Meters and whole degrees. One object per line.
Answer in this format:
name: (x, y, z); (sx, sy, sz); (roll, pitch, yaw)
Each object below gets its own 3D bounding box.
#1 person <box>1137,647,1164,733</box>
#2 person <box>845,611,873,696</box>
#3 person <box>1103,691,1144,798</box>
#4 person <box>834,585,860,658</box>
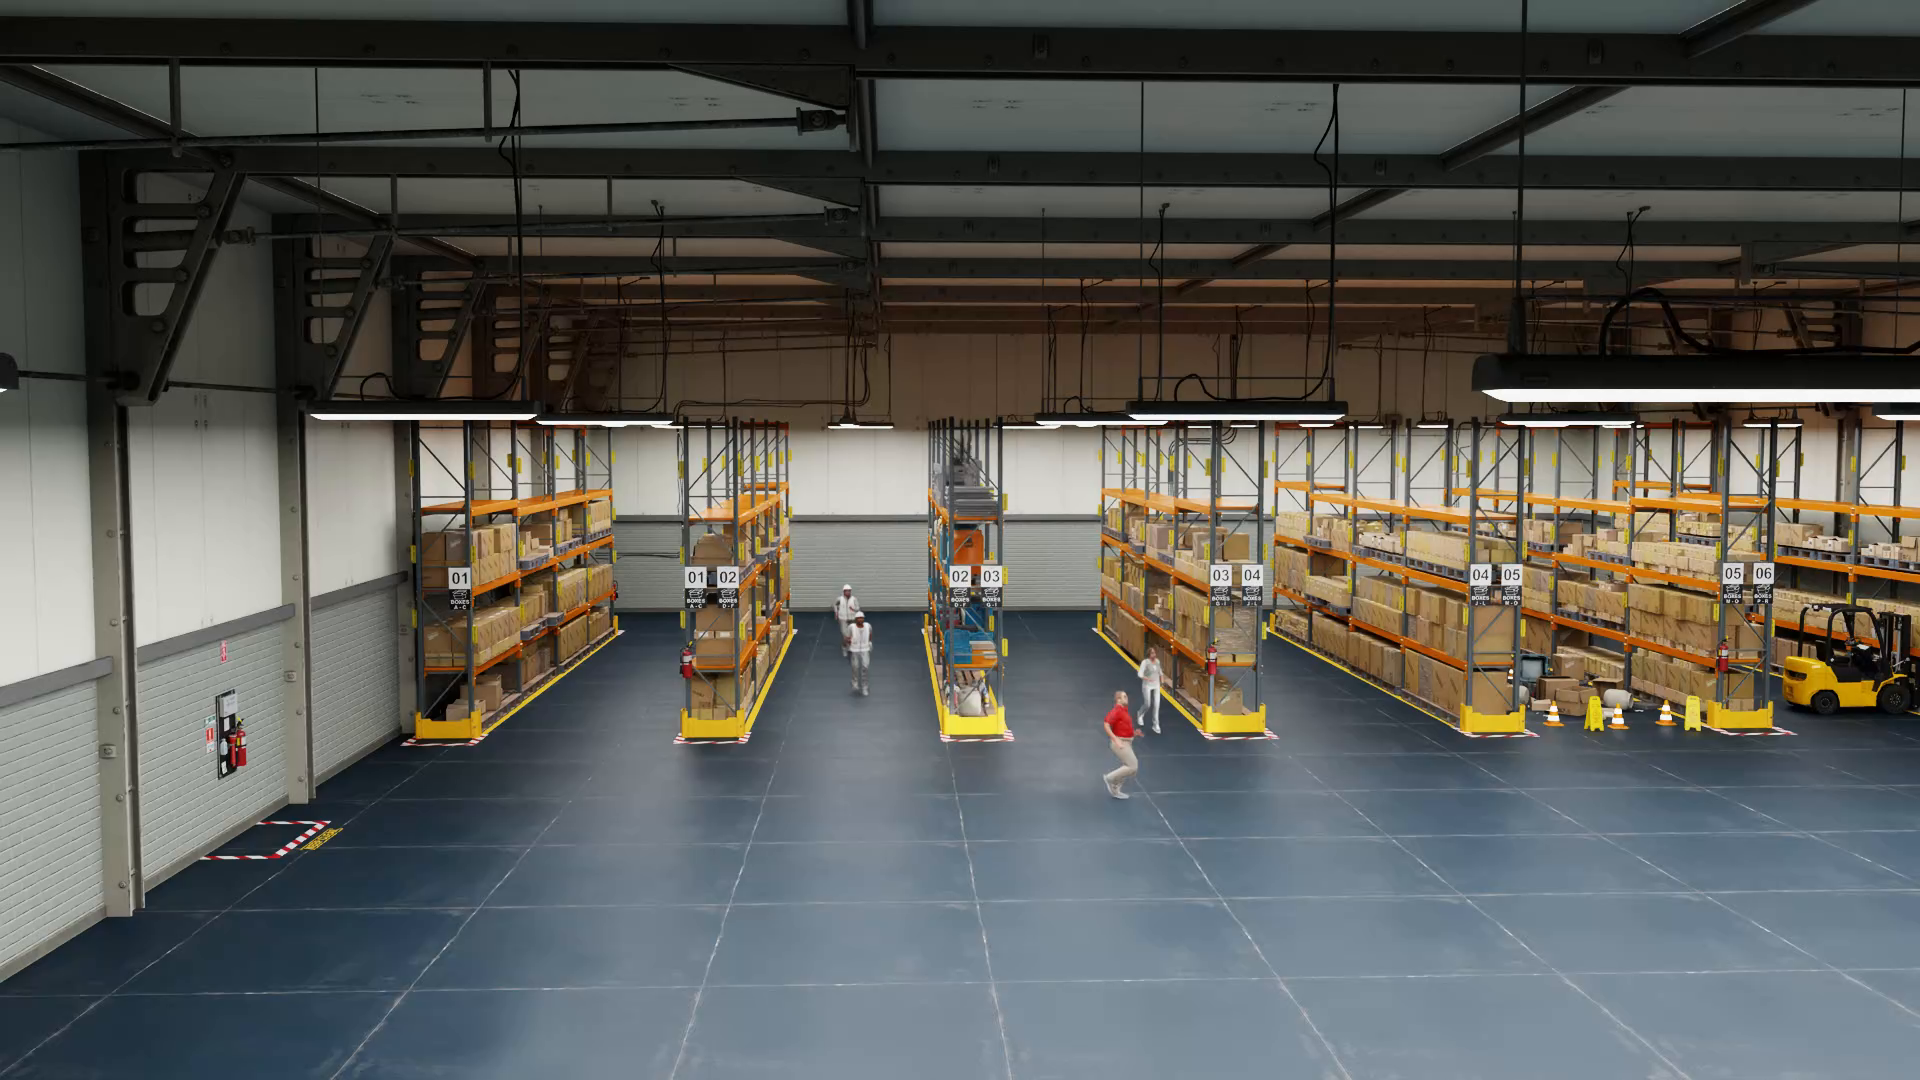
person: (3.653, 2.846, 31.882); (0.565, 1.613, 0.772); (-1, 4, -20)
person: (-2.204, 2.461, 36.307); (0.614, 1.830, 0.868); (0, 4, -6)
person: (2.558, 3.192, 25.901); (0.590, 1.686, 0.657); (1, 4, 17)
person: (-2.889, 2.051, 42.533); (0.636, 1.815, 0.850); (-1, 4, -11)
